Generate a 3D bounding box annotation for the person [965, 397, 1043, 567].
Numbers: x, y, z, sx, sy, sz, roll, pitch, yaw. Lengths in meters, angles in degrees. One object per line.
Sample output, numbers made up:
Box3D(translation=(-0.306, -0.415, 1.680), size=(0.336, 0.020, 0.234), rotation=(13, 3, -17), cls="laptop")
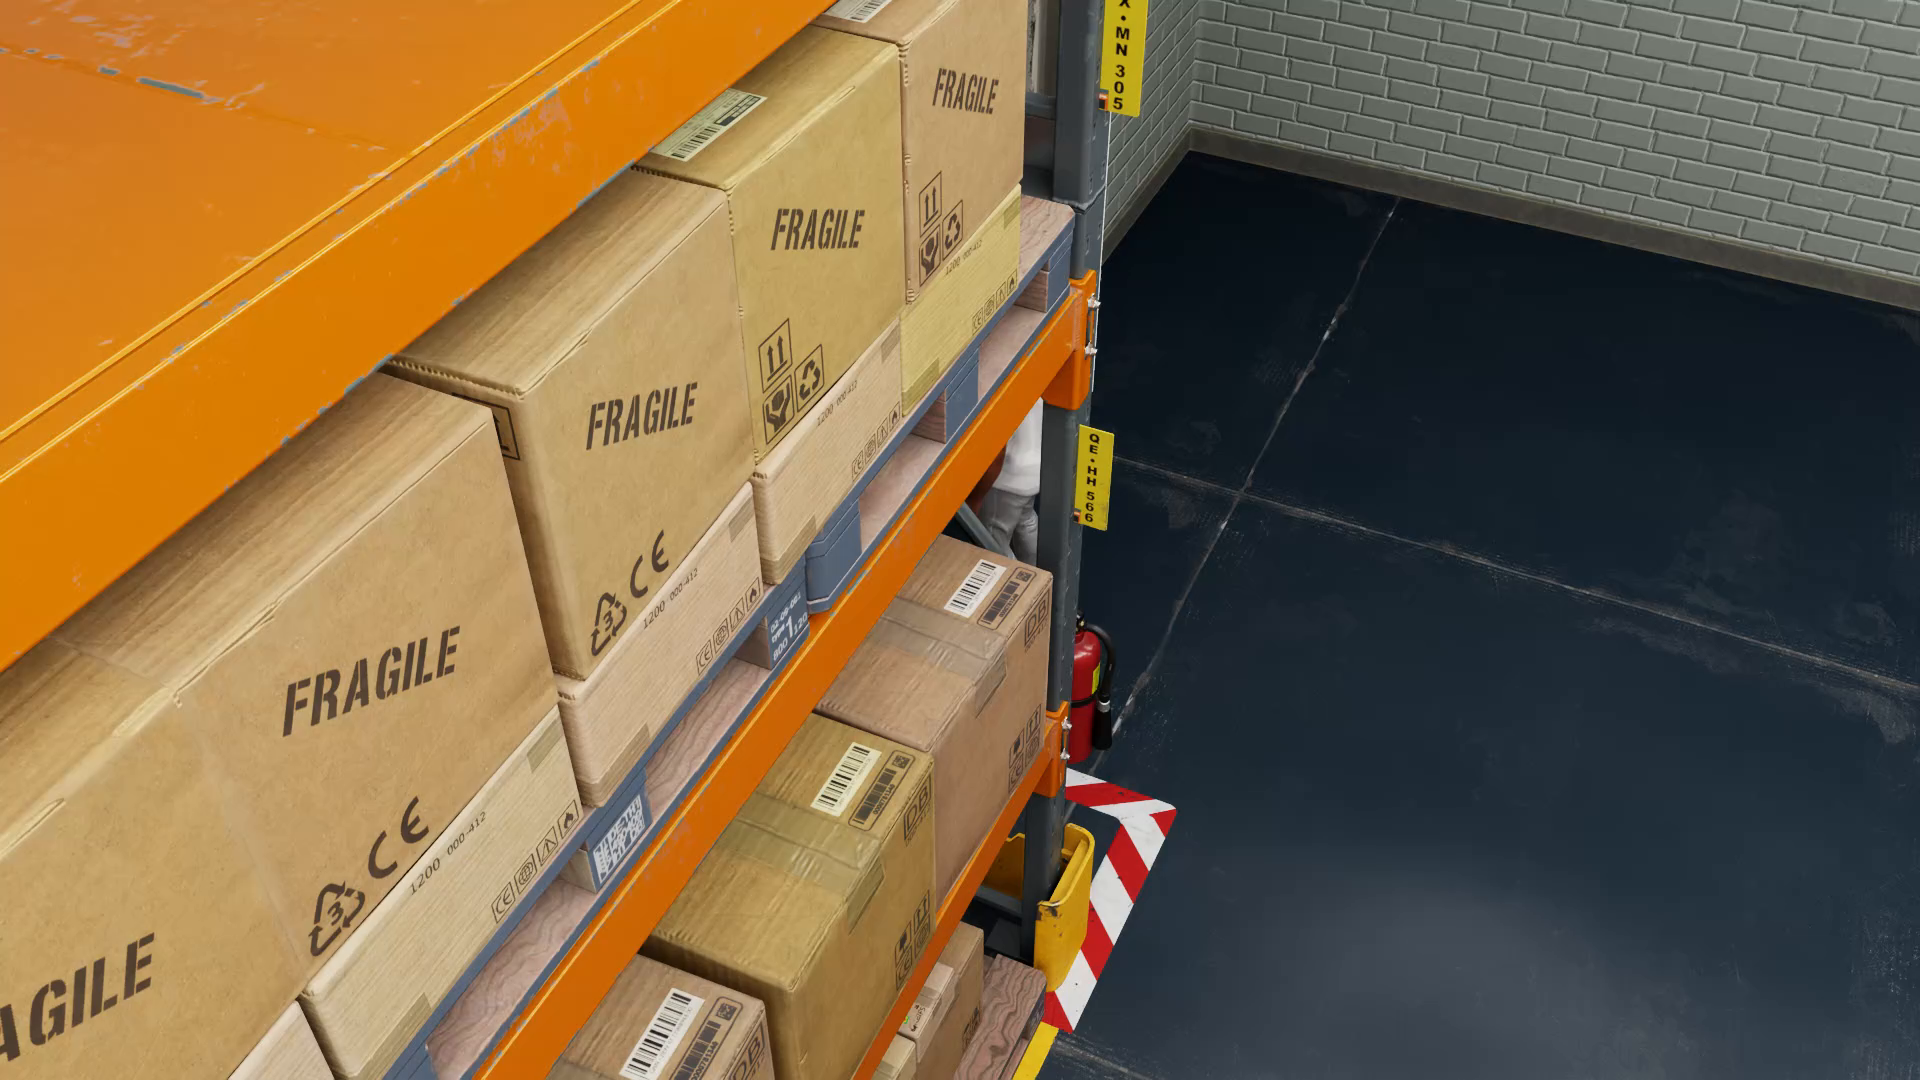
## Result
Box3D(translation=(0.171, -0.329, 6.514), size=(0.458, 1.761, 0.637), rotation=(16, 44, 17), cls="person")
